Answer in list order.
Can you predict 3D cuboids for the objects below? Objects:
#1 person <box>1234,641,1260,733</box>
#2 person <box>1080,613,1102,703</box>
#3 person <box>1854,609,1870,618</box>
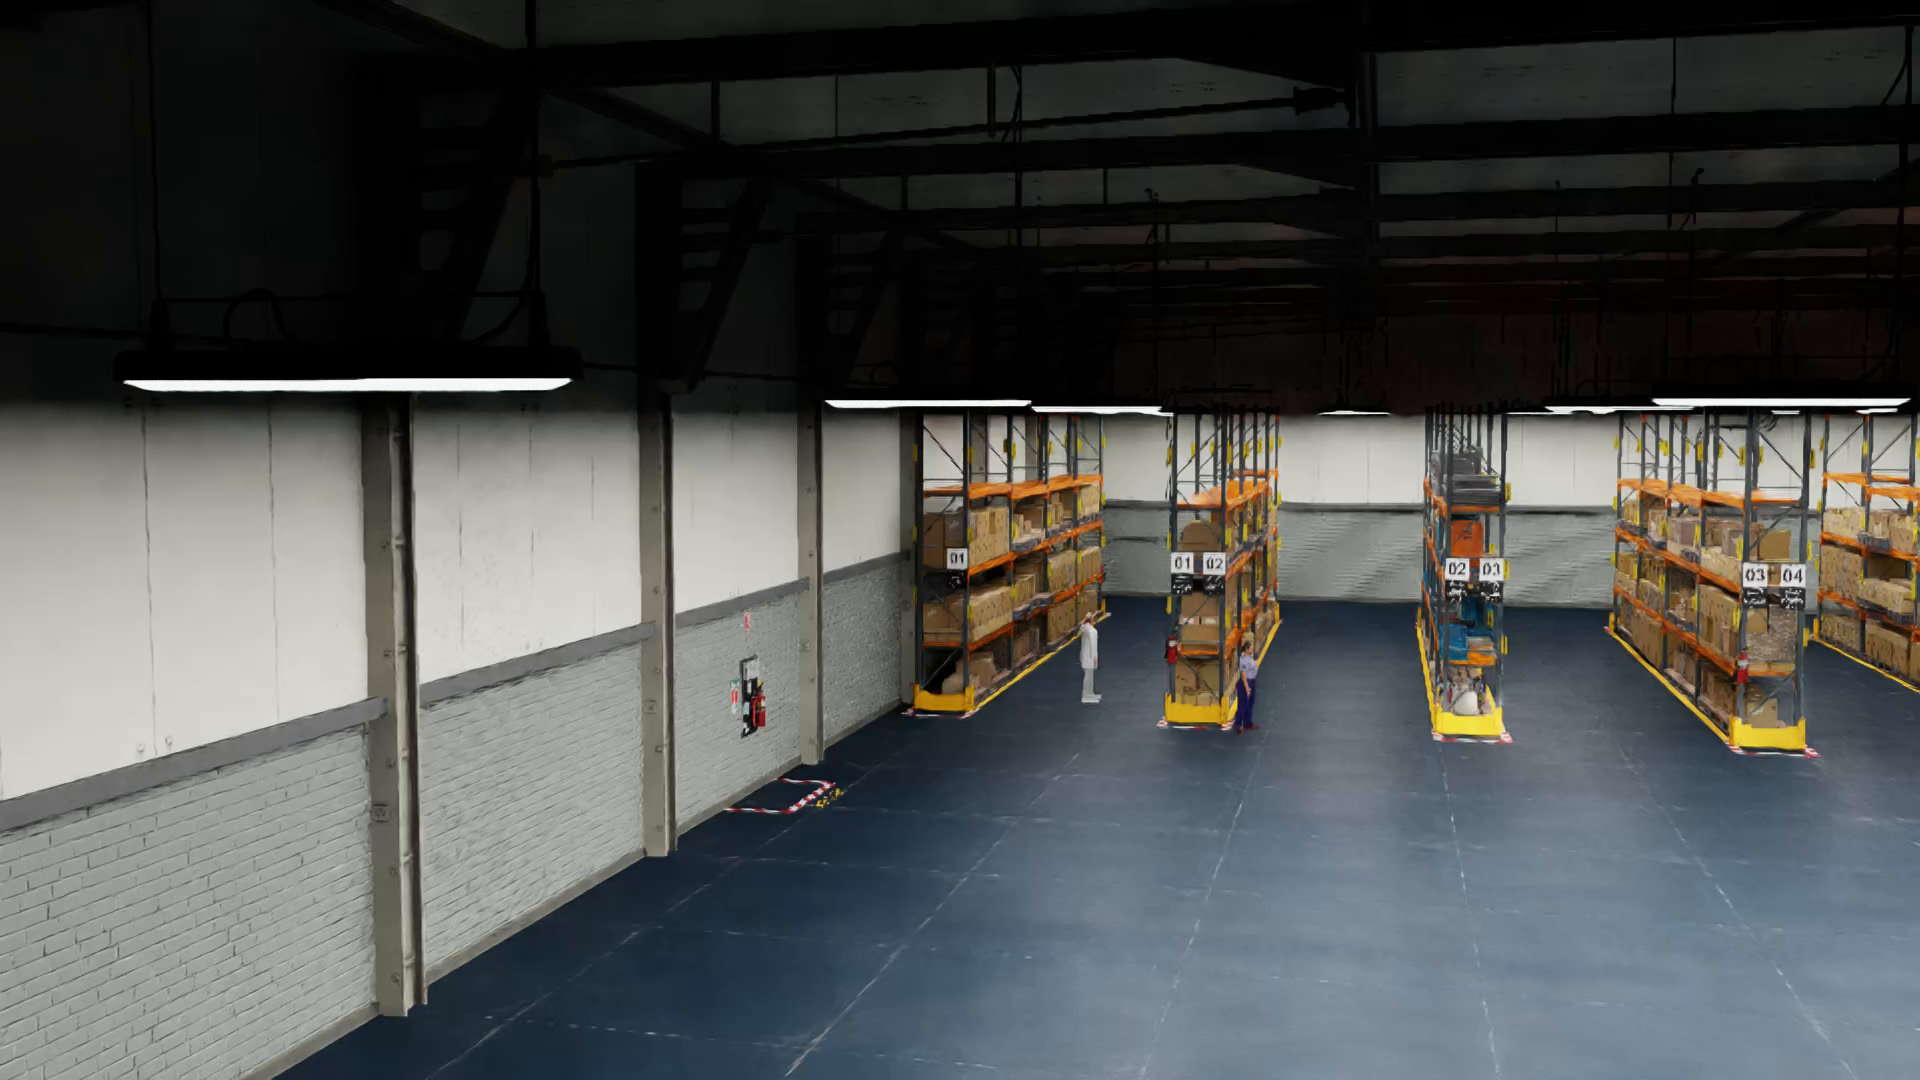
[{"bbox_3d":[5.208,2.661,30.229,0.378,1.642,0.658,2,5,25],"label":"person"},{"bbox_3d":[2.643,2.349,33.415,0.505,1.788,0.640,-1,4,-15],"label":"person"},{"bbox_3d":[24.842,1.517,45.778,0.511,1.661,0.517,-3,5,-39],"label":"person"}]
